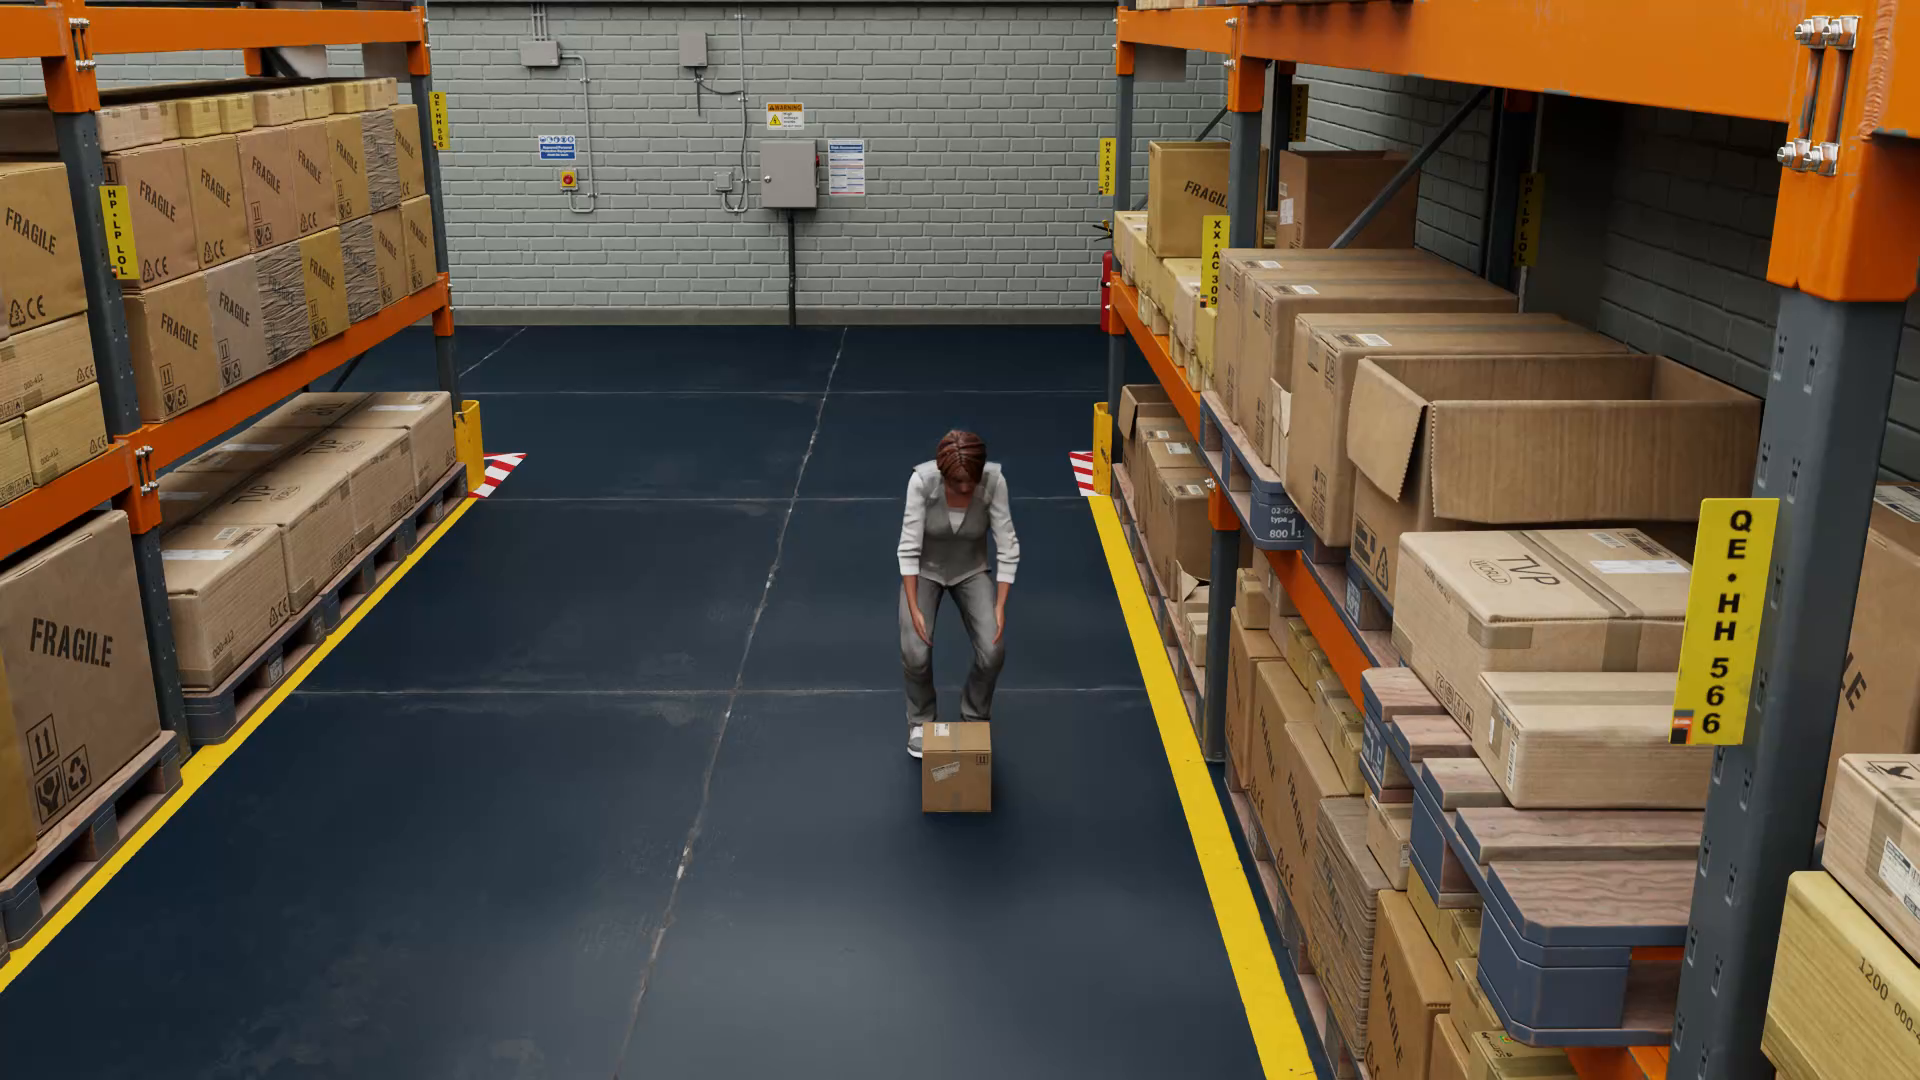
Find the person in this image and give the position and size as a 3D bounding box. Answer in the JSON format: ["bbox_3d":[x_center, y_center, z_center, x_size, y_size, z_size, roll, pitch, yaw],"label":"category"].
[{"bbox_3d":[-0.010,0.195,6.394,0.461,1.336,0.621,-1,17,-3],"label":"person"}]
